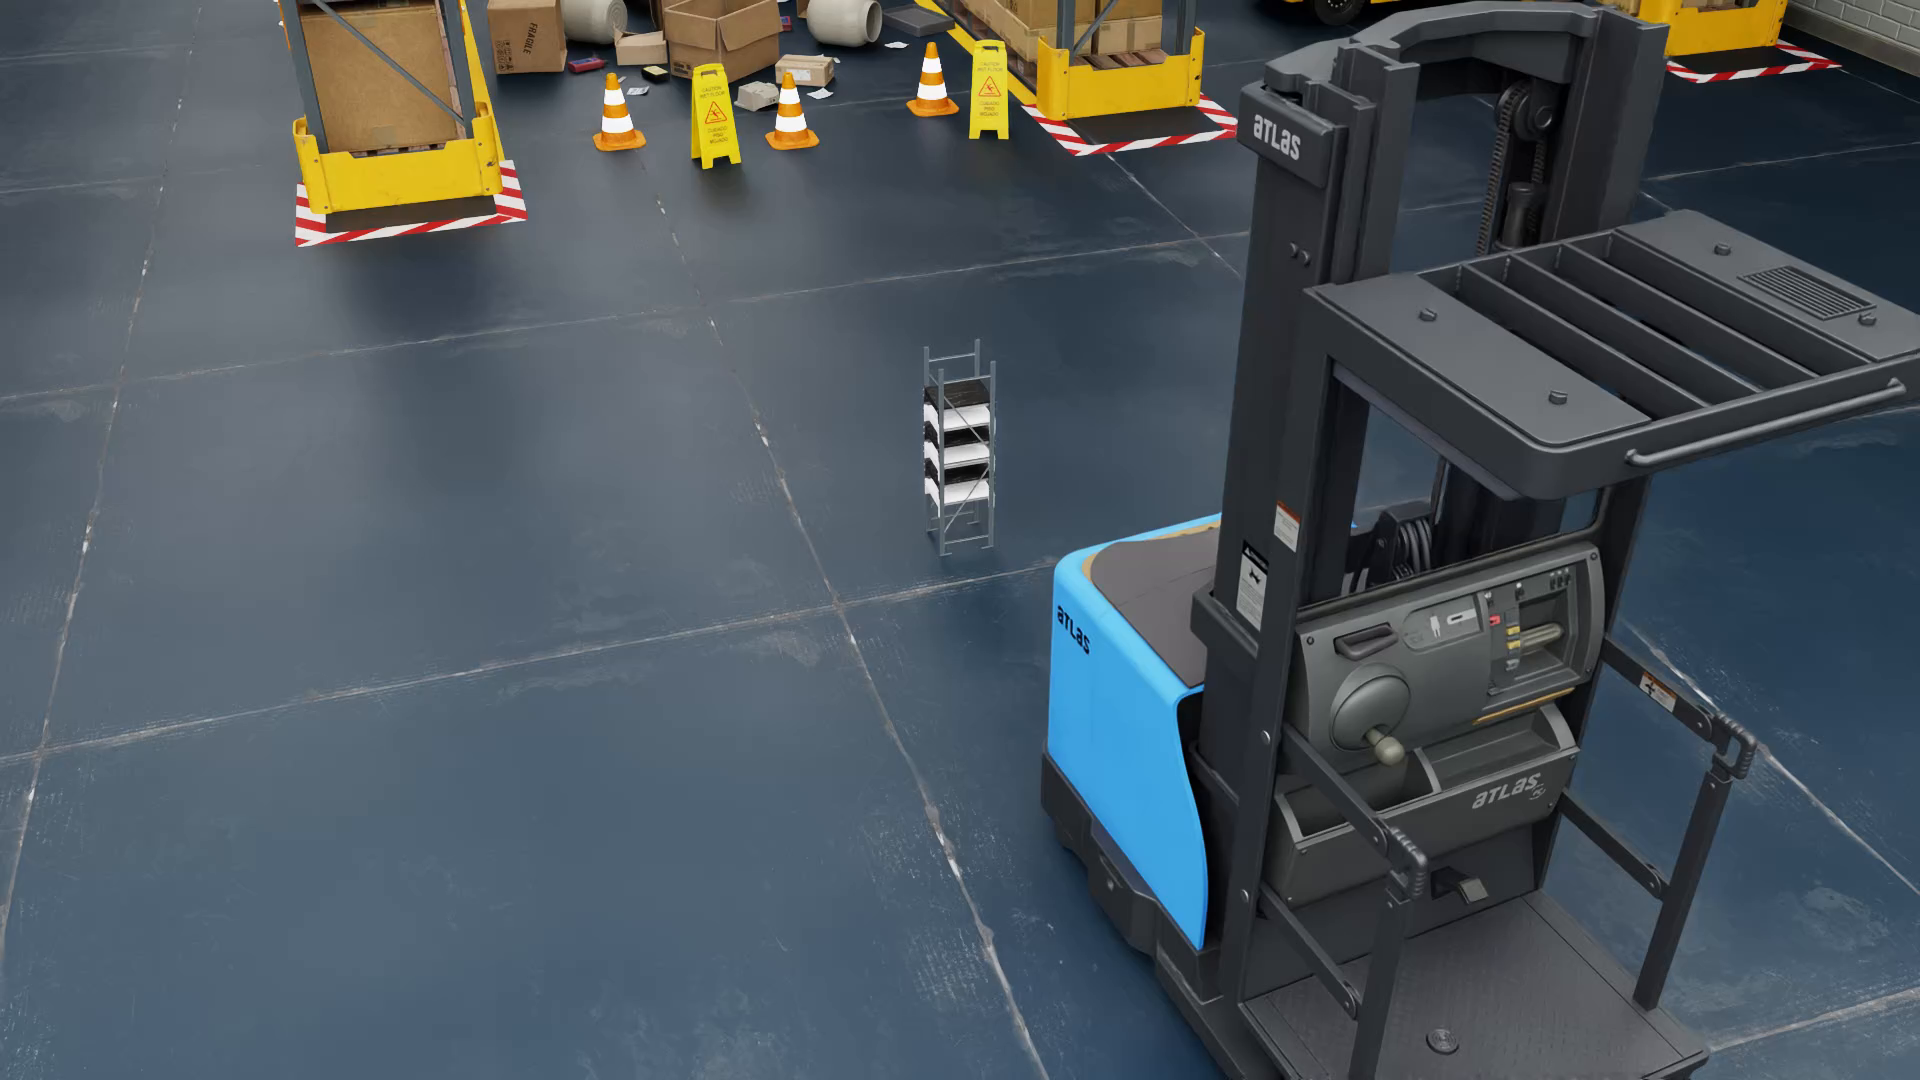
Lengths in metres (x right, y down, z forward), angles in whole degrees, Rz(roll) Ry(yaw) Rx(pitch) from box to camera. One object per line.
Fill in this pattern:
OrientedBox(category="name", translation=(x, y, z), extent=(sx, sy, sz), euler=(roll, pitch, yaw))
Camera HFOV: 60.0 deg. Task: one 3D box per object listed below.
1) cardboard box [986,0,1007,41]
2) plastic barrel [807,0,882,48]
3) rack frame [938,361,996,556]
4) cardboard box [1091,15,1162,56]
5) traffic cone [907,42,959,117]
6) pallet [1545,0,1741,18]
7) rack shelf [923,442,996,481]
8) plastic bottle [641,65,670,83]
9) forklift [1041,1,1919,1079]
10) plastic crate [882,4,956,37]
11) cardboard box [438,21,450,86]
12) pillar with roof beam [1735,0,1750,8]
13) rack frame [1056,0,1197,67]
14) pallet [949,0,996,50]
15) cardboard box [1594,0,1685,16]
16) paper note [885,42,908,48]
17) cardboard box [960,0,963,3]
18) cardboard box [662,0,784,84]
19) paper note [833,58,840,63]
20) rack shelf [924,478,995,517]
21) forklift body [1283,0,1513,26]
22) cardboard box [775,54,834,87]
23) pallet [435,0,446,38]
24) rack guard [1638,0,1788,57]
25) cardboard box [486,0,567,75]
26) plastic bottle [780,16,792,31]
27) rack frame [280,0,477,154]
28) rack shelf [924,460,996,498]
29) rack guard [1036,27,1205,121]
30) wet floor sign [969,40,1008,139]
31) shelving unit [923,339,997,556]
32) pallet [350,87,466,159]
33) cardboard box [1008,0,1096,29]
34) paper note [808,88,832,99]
OrientedBox(category="cardboard box", translation=(0.510, -4.028, 12.738), extent=(0.500, 0.250, 0.500), euler=(-10, 35, -15))
OrientedBox(category="plastic barrel", translation=(-0.908, -4.103, 13.075), extent=(0.512, 0.421, 0.421), euler=(13, 36, 18))
OrientedBox(category="rack frame", translation=(0.029, -0.326, 6.928), extent=(0.240, 0.900, 0.006), euler=(-10, 35, -15))
OrientedBox(category="cardboard box", translation=(1.181, -3.846, 12.462), extent=(0.500, 0.250, 0.500), euler=(-10, 35, -15))
OrientedBox(category="traffic cone", translation=(-0.196, -3.298, 11.821), extent=(0.336, 0.463, 0.334), euler=(-10, 35, -15))
OrientedBox(category="pallet", translation=(5.616, -4.415, 13.741), extent=(1.003, 0.211, 1.213), euler=(-10, 35, -15))
OrientedBox(category="rack shelf", translation=(-0.002, -0.352, 7.027), extent=(0.258, 0.077, 0.200), euler=(-10, 35, -15))
OrientedBox(category="plastic bottle", translation=(-2.306, -3.512, 12.510), extent=(0.133, 0.061, 0.283), euler=(-23, 40, -31))
OrientedBox(category="forklift", translation=(1.350, 0.350, 4.062), extent=(1.130, 2.935, 3.031), euler=(-14, 36, -20))
OrientedBox(category="plastic crate", translation=(-0.359, -4.267, 13.636), extent=(0.402, 0.080, 0.583), euler=(-23, 40, -31))
OrientedBox(category="cardboard box", translation=(-4.060, -3.557, 11.459), extent=(0.875, 0.875, 0.875), euler=(-11, 35, -15))
OrientedBox(category="pillar with roof beam", translation=(2.436, -7.480, 10.408), extent=(9.100, 9.000, 0.400), euler=(-10, 35, -15))
OrientedBox(category="rack frame", translation=(1.164, -4.348, 11.109), extent=(1.000, 3.000, 0.127), euler=(-10, 35, -15))
OrientedBox(category="pallet", translation=(0.558, -4.296, 13.560), extent=(1.003, 0.211, 1.213), euler=(-10, 35, -15))
OrientedBox(category="cardboard box", translation=(5.445, -4.406, 13.310), extent=(0.500, 0.250, 0.500), euler=(-10, 35, -14))
OrientedBox(category="paper note", translation=(-0.500, -3.921, 13.156), extent=(0.142, 0.019, 0.148), euler=(-23, 40, -31))
OrientedBox(category="cardboard box", translation=(0.204, -4.564, 13.549), extent=(0.500, 0.250, 0.500), euler=(-10, 35, -15))
OrientedBox(category="cardboard box", translation=(-1.783, -3.803, 12.548), extent=(0.637, 0.503, 0.797), euler=(19, 38, 26))
OrientedBox(category="paper note", translation=(-0.955, -3.710, 12.856), extent=(0.032, 0.001, 0.123), euler=(-10, 35, -15))
OrientedBox(category="rack shelf", translation=(-0.002, -0.202, 7.126), extent=(0.258, 0.077, 0.200), euler=(-10, 35, -15))
OrientedBox(category="forklift body", translation=(3.574, -5.519, 13.651), extent=(2.313, 2.155, 1.214), euler=(-10, 35, -15))
OrientedBox(category="cardboard box", translation=(-1.160, -3.506, 12.421), extent=(0.380, 0.149, 0.250), euler=(7, 34, 10))
OrientedBox(category="pallet", translation=(-4.582, -3.987, 13.091), extent=(1.003, 0.211, 1.213), euler=(-10, 35, -15))
OrientedBox(category="rack guard", translation=(5.897, -4.129, 13.045), extent=(1.175, 0.500, 0.348), euler=(-10, 35, -15))
OrientedBox(category="cardboard box", translation=(-3.289, -3.878, 12.663), extent=(0.500, 0.500, 0.500), euler=(-4, 34, -6))
OrientedBox(category="plastic bottle", translation=(-1.449, -4.229, 13.594), extent=(0.133, 0.061, 0.283), euler=(-4, 34, -6))
OrientedBox(category="rack frame", translation=(-3.520, -3.462, 9.769), extent=(1.000, 3.000, 0.127), euler=(-10, 35, -15))
OrientedBox(category="rack shelf", translation=(-0.002, -0.277, 7.076), extent=(0.258, 0.077, 0.200), euler=(-10, 35, -15))
OrientedBox(category="rack guard", translation=(1.140, -3.345, 11.858), extent=(1.175, 0.500, 0.348), euler=(-10, 35, -15))
OrientedBox(category="wet floor sign", translation=(0.203, -3.086, 11.334), extent=(0.267, 0.644, 0.232), euler=(1, 33, 2))
OrientedBox(category="shelving unit", translation=(-0.002, -0.380, 7.008), extent=(0.258, 0.900, 0.210), euler=(-10, 35, -15))
OrientedBox(category="pallet", translation=(-3.838, -2.705, 11.153), extent=(1.003, 0.211, 1.213), euler=(-10, 35, -15))
OrientedBox(category="cardboard box", translation=(0.671, -4.065, 12.114), extent=(0.500, 0.500, 0.500), euler=(-10, 35, -14))
OrientedBox(category="paper note", translation=(-1.020, -3.271, 12.172), extent=(0.148, 0.019, 0.142), euler=(-23, 40, -31))
